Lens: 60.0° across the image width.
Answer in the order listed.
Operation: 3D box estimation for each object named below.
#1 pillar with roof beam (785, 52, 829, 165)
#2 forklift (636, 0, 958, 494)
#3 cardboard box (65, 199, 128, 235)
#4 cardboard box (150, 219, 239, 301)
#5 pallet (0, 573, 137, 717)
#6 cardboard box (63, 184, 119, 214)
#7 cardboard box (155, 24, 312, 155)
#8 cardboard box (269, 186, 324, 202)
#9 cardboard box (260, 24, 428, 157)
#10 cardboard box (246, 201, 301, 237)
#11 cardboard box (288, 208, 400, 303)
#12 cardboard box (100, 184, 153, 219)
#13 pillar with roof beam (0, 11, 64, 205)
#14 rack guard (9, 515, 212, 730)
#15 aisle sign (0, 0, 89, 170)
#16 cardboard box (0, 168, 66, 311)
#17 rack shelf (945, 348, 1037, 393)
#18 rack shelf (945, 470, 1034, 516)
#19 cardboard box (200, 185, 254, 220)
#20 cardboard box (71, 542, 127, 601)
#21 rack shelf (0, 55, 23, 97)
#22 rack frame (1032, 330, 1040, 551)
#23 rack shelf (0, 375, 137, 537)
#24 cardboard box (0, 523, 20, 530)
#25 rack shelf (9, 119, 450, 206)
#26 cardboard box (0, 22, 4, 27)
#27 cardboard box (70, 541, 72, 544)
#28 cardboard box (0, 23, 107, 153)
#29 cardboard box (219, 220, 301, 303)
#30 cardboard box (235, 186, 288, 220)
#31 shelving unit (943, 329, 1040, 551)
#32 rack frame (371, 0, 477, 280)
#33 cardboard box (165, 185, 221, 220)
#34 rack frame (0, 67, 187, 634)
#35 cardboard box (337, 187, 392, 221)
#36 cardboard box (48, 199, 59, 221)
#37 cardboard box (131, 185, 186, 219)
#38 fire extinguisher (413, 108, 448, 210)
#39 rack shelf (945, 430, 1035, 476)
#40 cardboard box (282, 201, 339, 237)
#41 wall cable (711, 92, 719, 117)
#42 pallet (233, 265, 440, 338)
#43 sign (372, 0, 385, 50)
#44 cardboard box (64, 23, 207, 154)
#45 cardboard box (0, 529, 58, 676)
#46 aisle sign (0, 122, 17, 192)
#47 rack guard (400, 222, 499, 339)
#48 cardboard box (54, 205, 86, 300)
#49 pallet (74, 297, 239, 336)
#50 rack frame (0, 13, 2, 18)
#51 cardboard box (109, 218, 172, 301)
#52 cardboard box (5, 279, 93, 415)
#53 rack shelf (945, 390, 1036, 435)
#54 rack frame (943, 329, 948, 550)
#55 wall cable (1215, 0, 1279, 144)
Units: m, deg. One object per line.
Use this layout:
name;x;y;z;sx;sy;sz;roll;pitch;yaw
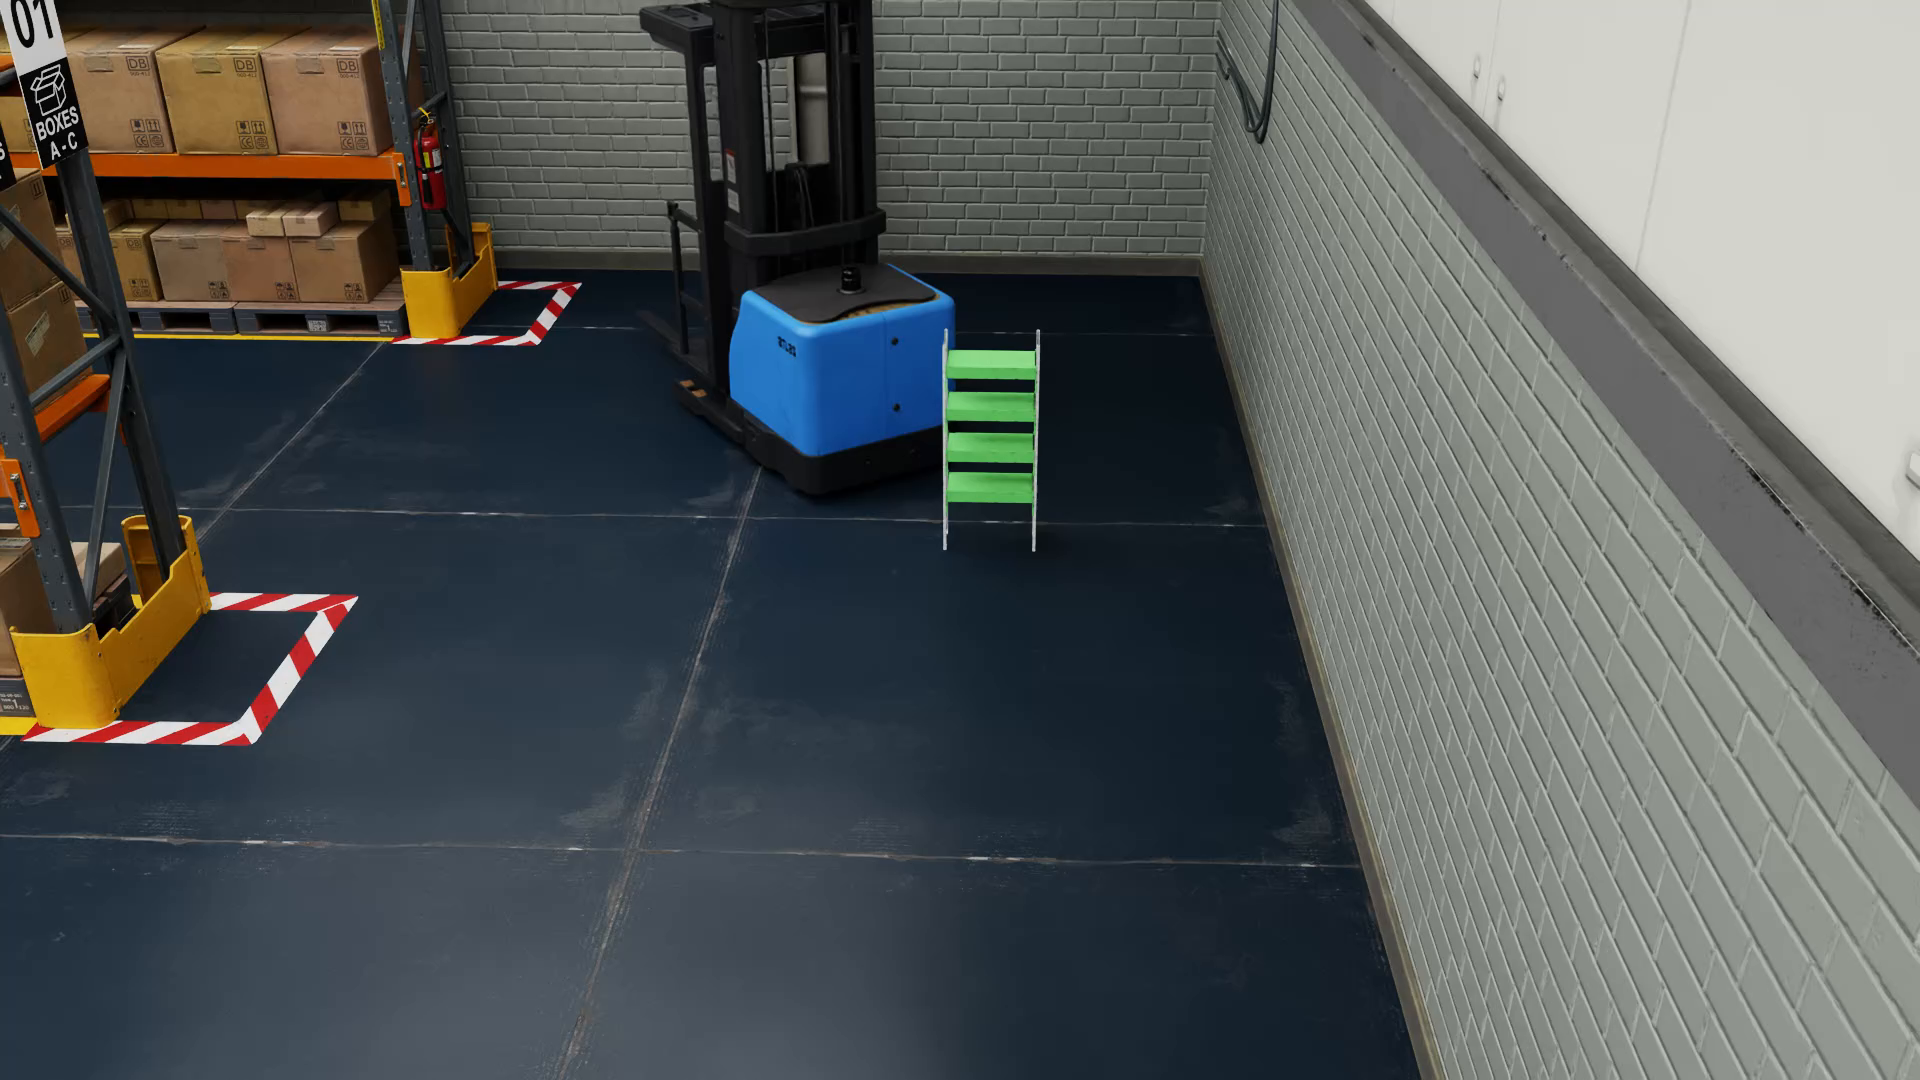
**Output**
pillar with roof beam;-1.234;-4.047;7.277;0.400;9.000;9.100;1;28;2
forklift;-1.220;-2.205;10.281;1.130;2.935;3.031;-16;32;-28
cardboard box;-6.207;-2.325;11.962;0.250;0.149;0.380;0;28;0
cardboard box;-5.517;-2.114;12.255;0.500;0.500;0.700;0;28;0
pallet;-4.855;0.486;8.109;1.213;0.211;1.003;1;28;2
cardboard box;-6.413;-2.508;12.307;0.250;0.149;0.380;0;28;0
cardboard box;-5.049;-3.194;11.753;0.700;0.700;0.980;1;28;1
cardboard box;-4.889;-2.483;12.260;0.250;0.149;0.380;1;28;2
cardboard box;-4.321;-3.188;11.740;0.700;0.700;0.980;2;28;4
cardboard box;-4.904;-2.305;11.923;0.250;0.149;0.380;2;28;3
cardboard box;-4.514;-2.097;12.224;0.500;0.500;0.700;1;28;2
cardboard box;-6.160;-2.504;12.299;0.250;0.149;0.380;1;28;2
pillar with roof beam;-7.230;-4.146;7.464;0.400;9.000;9.100;1;28;2
rack guard;-4.058;0.371;8.017;0.348;0.500;1.175;1;28;2
aisle sign;-3.904;-2.018;7.078;0.004;0.787;0.394;1;28;2
cardboard box;-4.416;-1.349;7.419;0.500;0.500;0.500;2;28;3
rack shelf;0.165;-0.895;8.769;0.480;0.148;0.258;1;28;2
rack shelf;0.165;-0.259;9.106;0.480;0.148;0.258;1;28;2
cardboard box;-5.393;-2.492;12.276;0.250;0.149;0.380;1;28;3
cardboard box;-4.389;0.165;8.311;0.250;0.149;0.380;1;28;2
rack shelf;-5.981;-1.773;6.958;4.000;0.370;1.077;1;28;2
rack frame;0.409;-0.523;8.956;0.015;1.200;0.240;1;28;2
rack shelf;-5.981;-0.448;7.660;4.000;0.370;1.077;1;28;2
cardboard box;-5.015;0.138;8.253;0.500;0.250;0.500;1;28;2
rack shelf;-5.810;-2.767;12.034;4.000;0.370;1.077;1;28;2
cardboard box;-7.267;-3.233;11.827;0.700;0.700;0.980;1;28;3
cardboard box;-4.638;0.153;8.314;0.250;0.166;0.380;1;28;2
cardboard box;-6.538;-3.219;11.799;0.700;0.700;0.980;0;28;0
cardboard box;-5.014;-2.106;12.240;0.500;0.500;0.700;1;28;2
cardboard box;-5.139;-2.488;12.268;0.250;0.149;0.380;1;28;2
shelving unit;0.165;-0.527;8.964;0.503;1.200;0.258;1;28;2
rack frame;-3.811;-3.051;11.804;0.127;3.000;1.000;1;28;2
cardboard box;-5.649;-2.496;12.283;0.250;0.149;0.380;1;28;2
rack frame;-3.982;-0.733;7.429;0.127;3.000;1.000;1;28;2
cardboard box;-4.382;-2.475;12.245;0.250;0.149;0.380;1;28;2
cardboard box;-6.729;-2.334;11.978;0.250;0.149;0.380;2;28;4
cardboard box;-5.902;-2.500;12.291;0.250;0.149;0.380;0;28;1
fire extinguisher;-3.677;-2.634;11.497;0.183;0.674;0.296;1;28;2
rack shelf;0.165;-0.471;8.994;0.480;0.148;0.258;1;28;2
cardboard box;-4.649;-2.301;11.915;0.250;0.149;0.380;1;28;1
wall cable;-2.498;-3.922;12.361;1.851;1.984;0.084;1;28;2
pallet;-4.613;-1.796;12.413;1.213;0.211;1.003;1;28;2
sign;-3.844;-3.414;10.998;0.005;0.325;0.100;1;28;2
cardboard box;-5.810;-3.211;11.785;0.700;0.700;0.980;0;28;-1
cardboard box;-4.534;0.284;7.711;0.500;0.500;0.500;1;28;2
aisle sign;-3.925;-1.737;6.548;0.004;0.787;0.394;1;28;2
rack guard;-3.787;-1.947;12.388;0.348;0.500;1.175;1;28;2
cardboard box;-6.563;-2.128;12.283;0.500;0.500;0.700;1;28;1
pallet;-5.829;-1.817;12.453;1.213;0.211;1.003;1;28;2
rack frame;-3.982;-3.383;6.024;0.127;3.000;1.000;1;28;2
cardboard box;-6.050;-2.119;12.265;0.500;0.500;0.700;2;28;3
cardboard box;-4.416;-0.908;7.653;0.500;0.500;0.500;2;28;3
rack shelf;0.165;-0.683;8.881;0.480;0.148;0.258;1;28;2
rack frame;-0.078;-0.531;8.971;0.015;1.200;0.240;1;28;2
wall cable;1.829;-4.069;10.634;0.112;2.526;3.097;1;28;2
